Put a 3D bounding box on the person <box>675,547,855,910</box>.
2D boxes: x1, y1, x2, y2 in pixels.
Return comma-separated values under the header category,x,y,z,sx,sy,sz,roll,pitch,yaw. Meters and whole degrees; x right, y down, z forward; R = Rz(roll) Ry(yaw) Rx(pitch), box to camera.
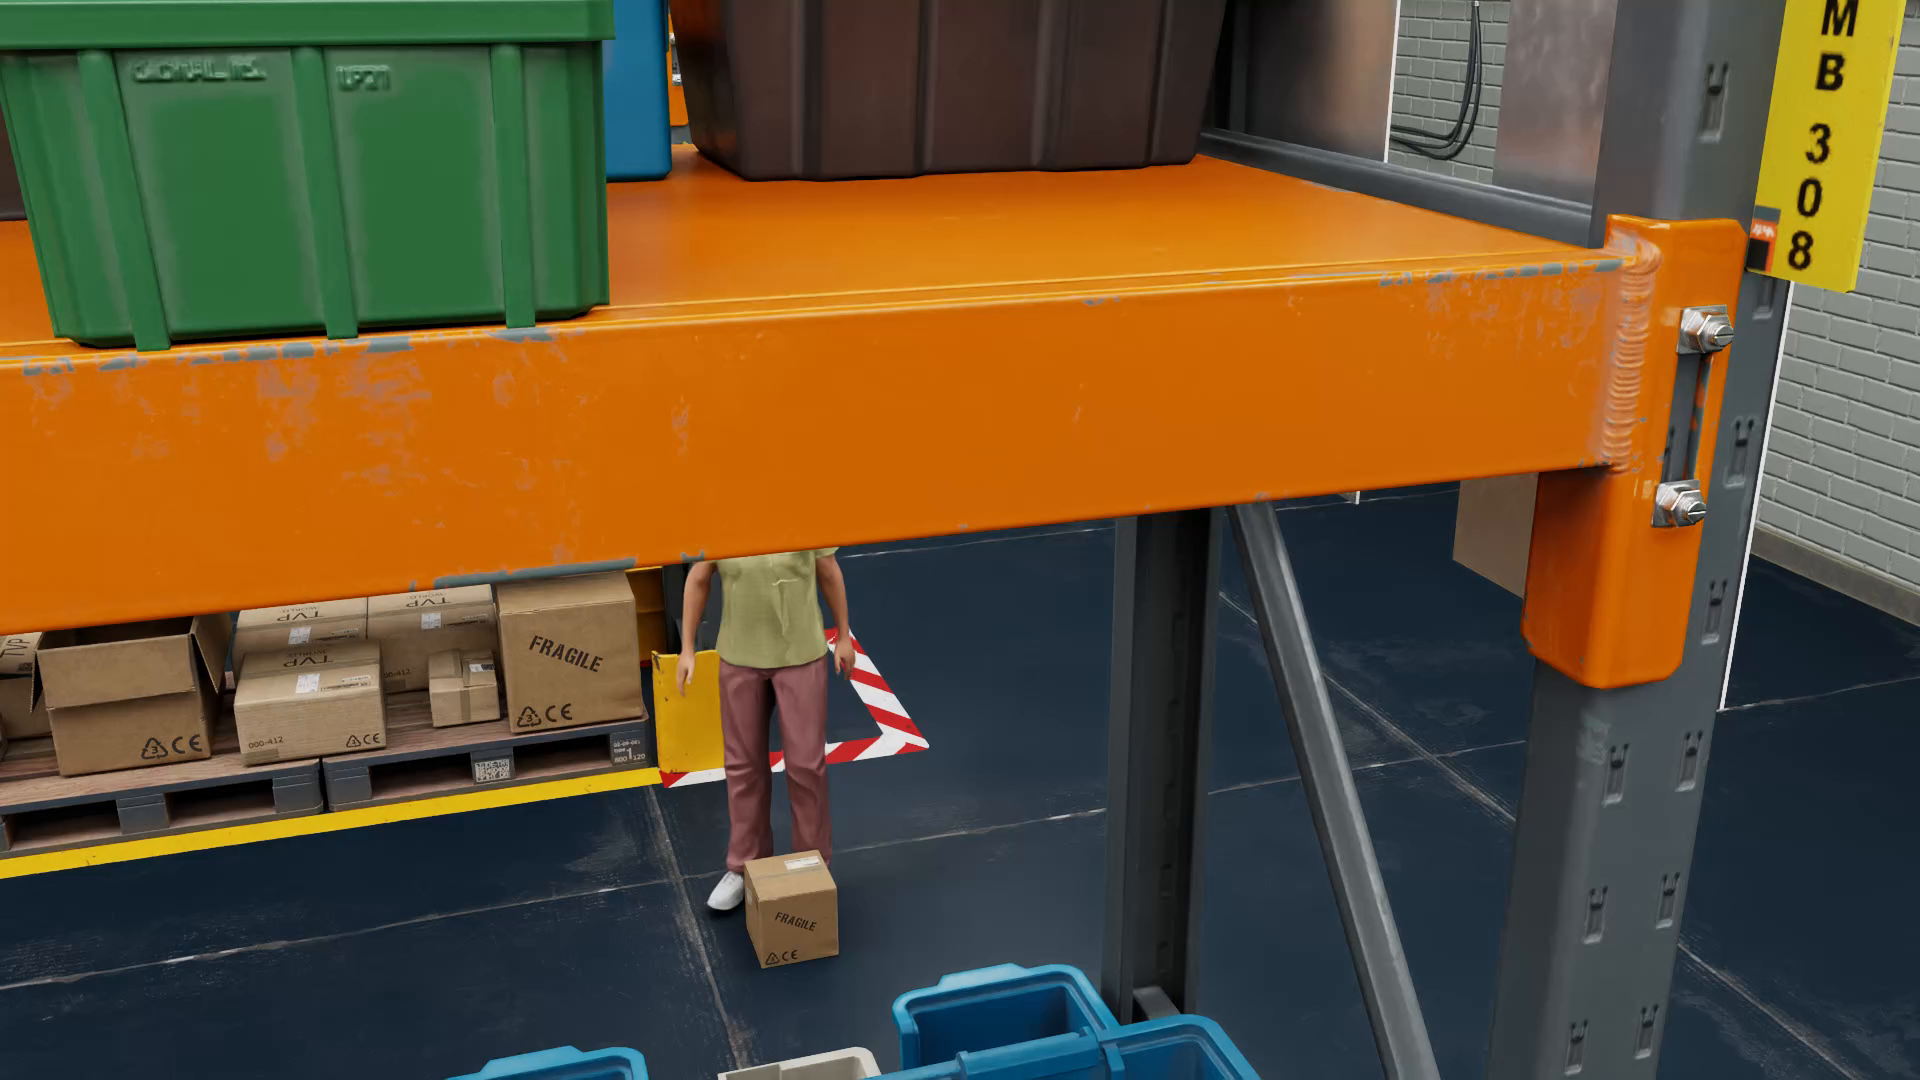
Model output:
category,x,y,z,sx,sy,sz,roll,pitch,yaw
person,-0.642,0.415,5.391,0.553,1.725,0.400,2,19,5
